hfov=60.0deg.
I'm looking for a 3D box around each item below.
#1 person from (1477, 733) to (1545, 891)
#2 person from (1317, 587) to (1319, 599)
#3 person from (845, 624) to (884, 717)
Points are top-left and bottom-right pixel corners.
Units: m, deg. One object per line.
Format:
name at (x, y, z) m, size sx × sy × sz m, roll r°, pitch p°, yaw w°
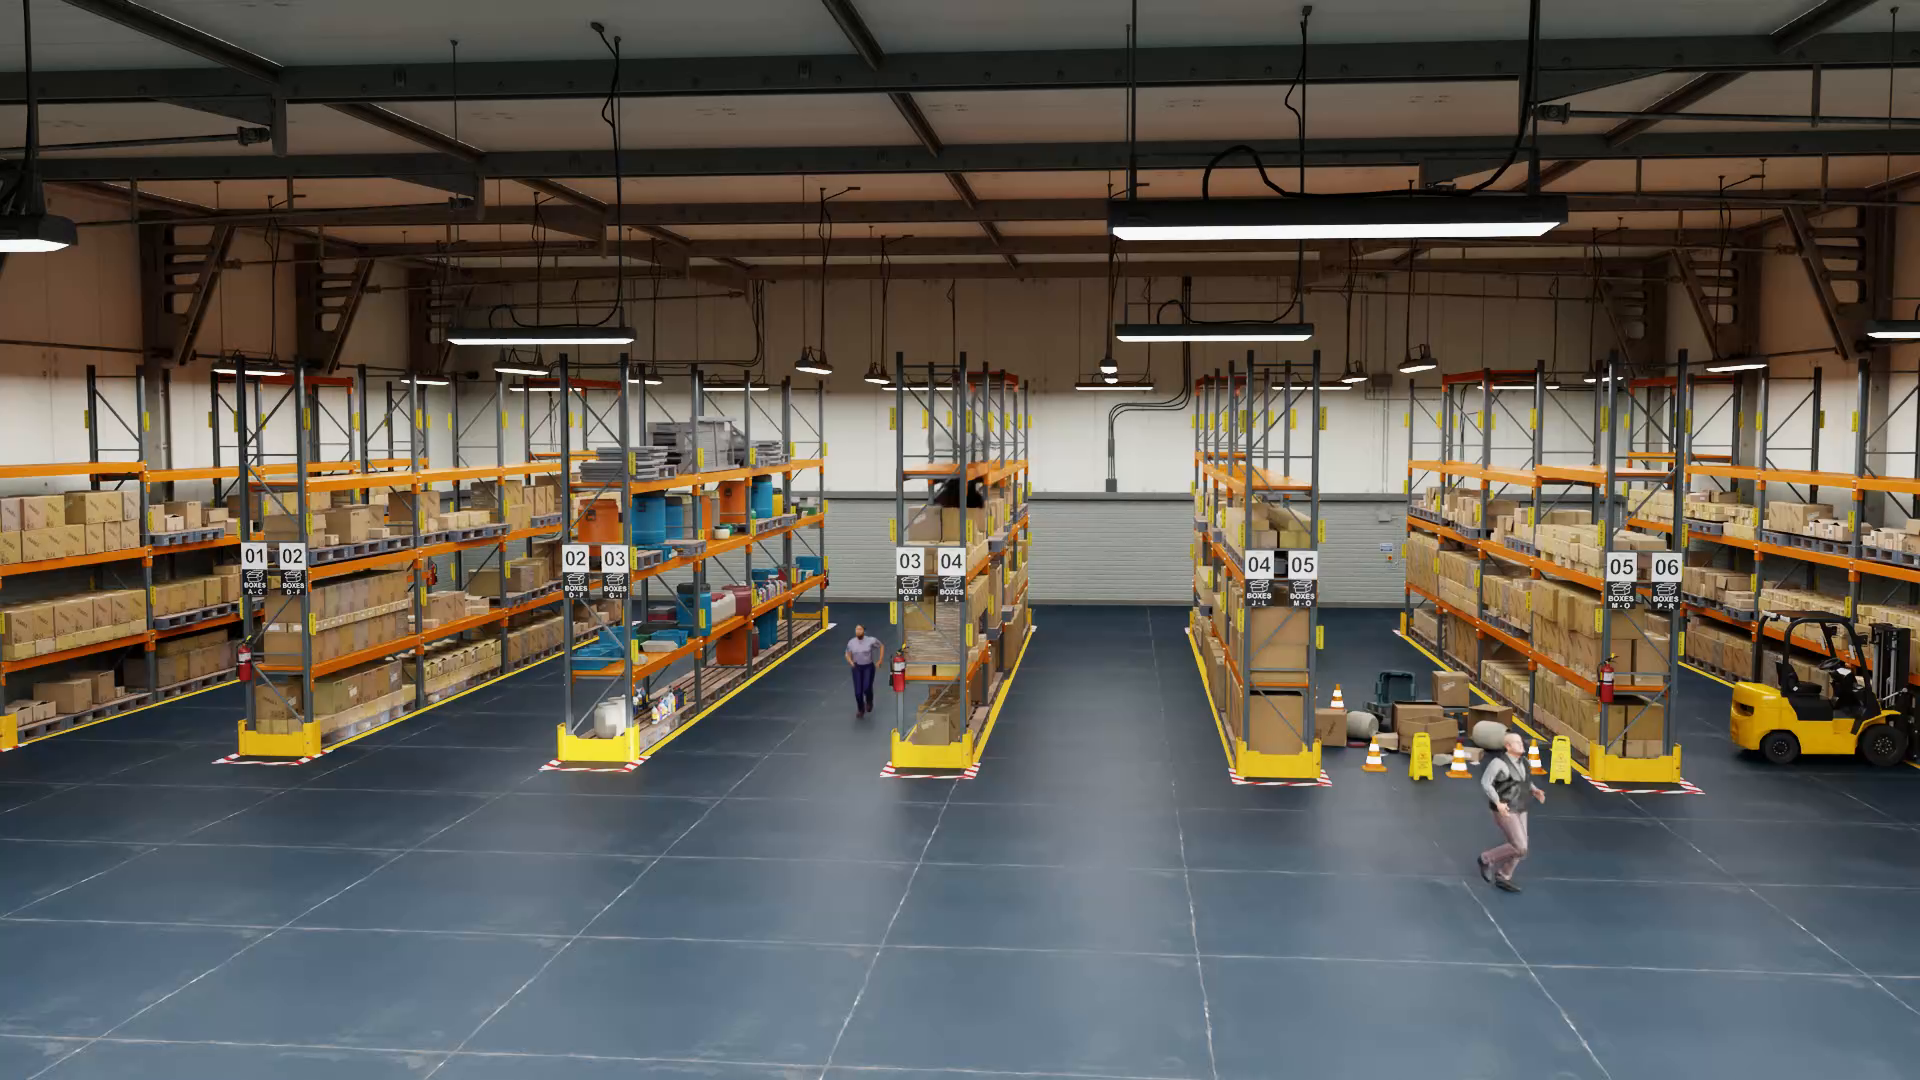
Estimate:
person at (5.911, 2.902, 17.771) m, size 0.652 × 1.693 × 0.610 m, roll -3°, pitch 5°, yaw -38°
person at (7.664, 1.495, 37.142) m, size 0.645 × 1.751 × 0.631 m, roll 0°, pitch 4°, yaw 4°
person at (-1.629, 2.209, 28.056) m, size 0.628 × 1.601 × 0.697 m, roll 1°, pitch 4°, yaw 10°
